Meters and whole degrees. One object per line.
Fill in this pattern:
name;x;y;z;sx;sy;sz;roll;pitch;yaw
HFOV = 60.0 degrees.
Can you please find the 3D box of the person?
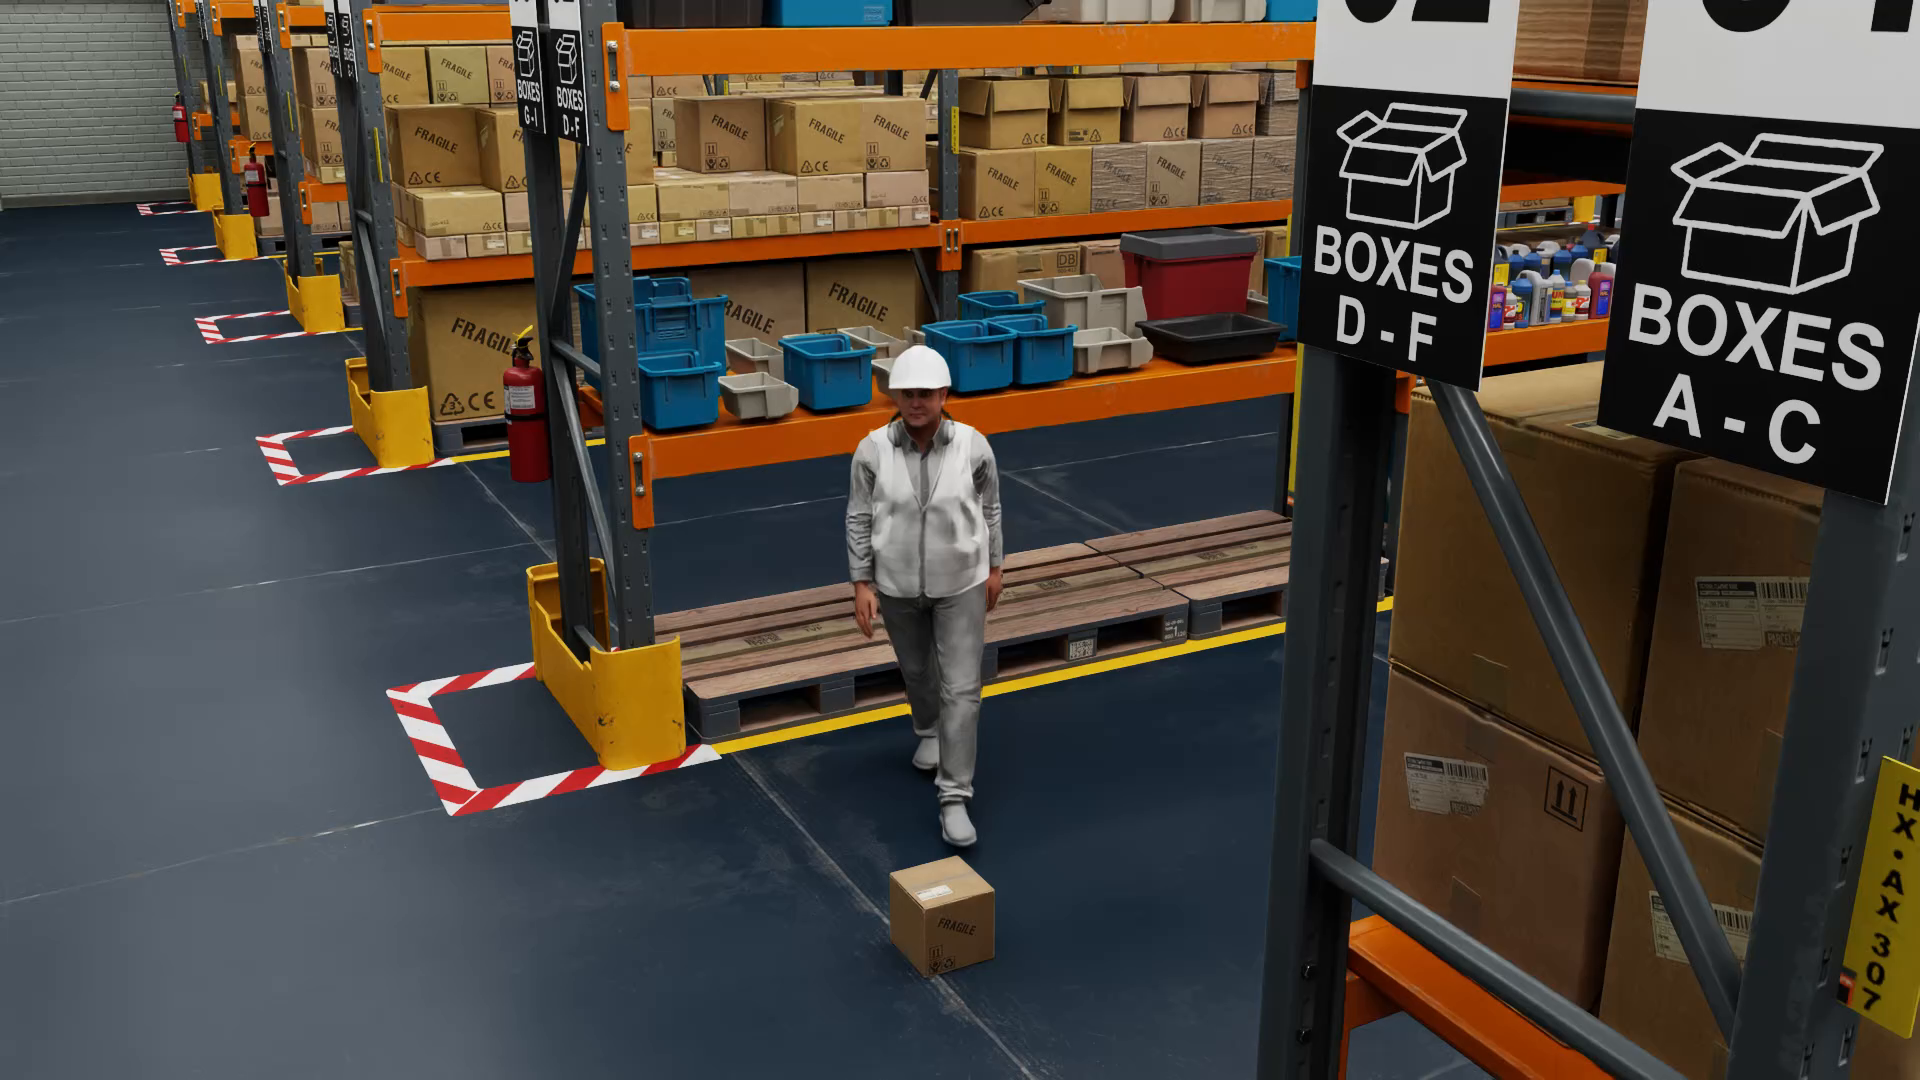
person;-0.138;0.149;6.039;0.559;1.717;0.973;2;18;6
